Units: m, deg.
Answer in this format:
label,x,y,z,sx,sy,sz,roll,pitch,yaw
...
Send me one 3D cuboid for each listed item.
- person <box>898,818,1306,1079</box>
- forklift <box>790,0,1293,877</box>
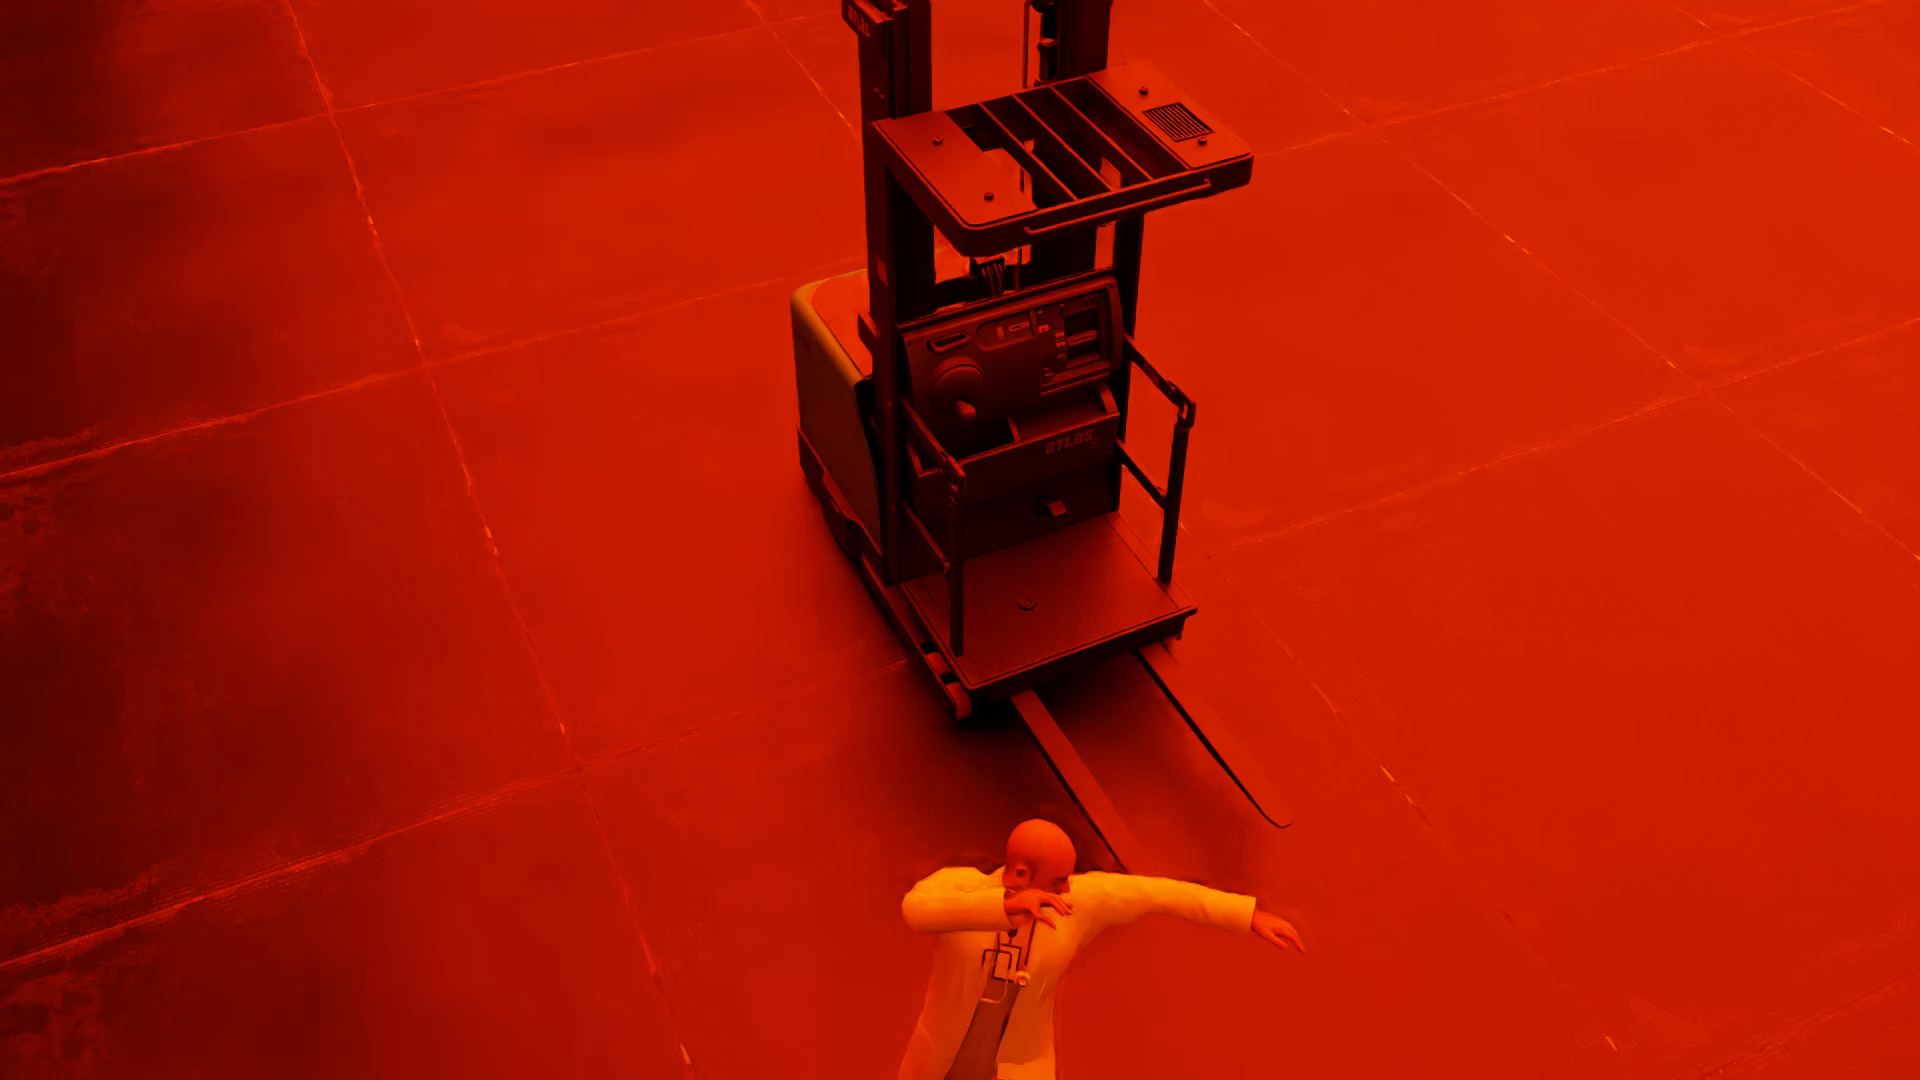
label,x,y,z,sx,sy,sz,roll,pitch,yaw
person,0.367,1.575,5.014,1.165,1.620,0.903,11,44,11
forklift,0.314,-0.660,6.387,1.130,2.935,3.031,-18,46,-19
